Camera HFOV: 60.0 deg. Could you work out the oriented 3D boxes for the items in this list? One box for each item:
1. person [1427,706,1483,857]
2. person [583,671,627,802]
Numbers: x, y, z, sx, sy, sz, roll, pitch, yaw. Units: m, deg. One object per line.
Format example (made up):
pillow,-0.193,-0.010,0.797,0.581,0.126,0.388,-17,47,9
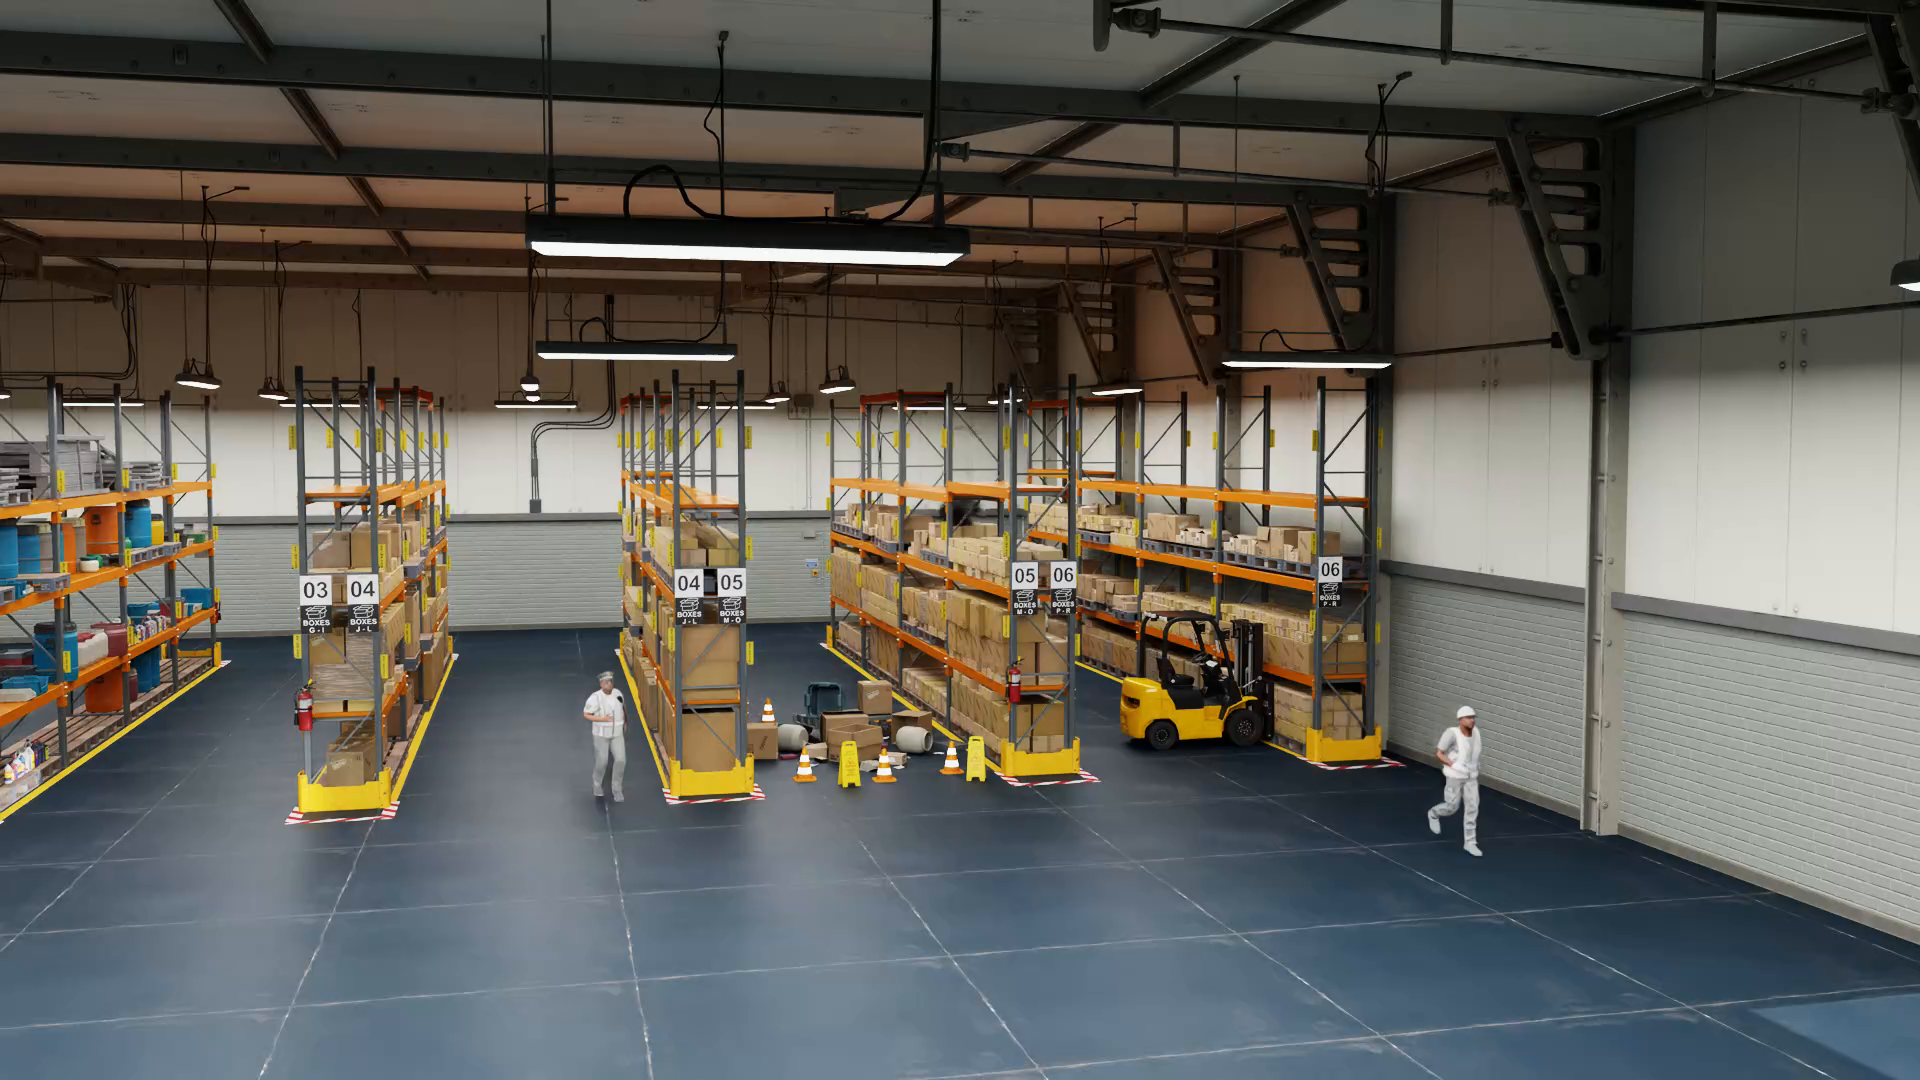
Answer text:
person,6.106,2.904,20.383,0.689,1.770,0.994,-2,4,-24
person,-4.939,2.749,23.220,0.687,1.865,0.732,-2,4,-34
